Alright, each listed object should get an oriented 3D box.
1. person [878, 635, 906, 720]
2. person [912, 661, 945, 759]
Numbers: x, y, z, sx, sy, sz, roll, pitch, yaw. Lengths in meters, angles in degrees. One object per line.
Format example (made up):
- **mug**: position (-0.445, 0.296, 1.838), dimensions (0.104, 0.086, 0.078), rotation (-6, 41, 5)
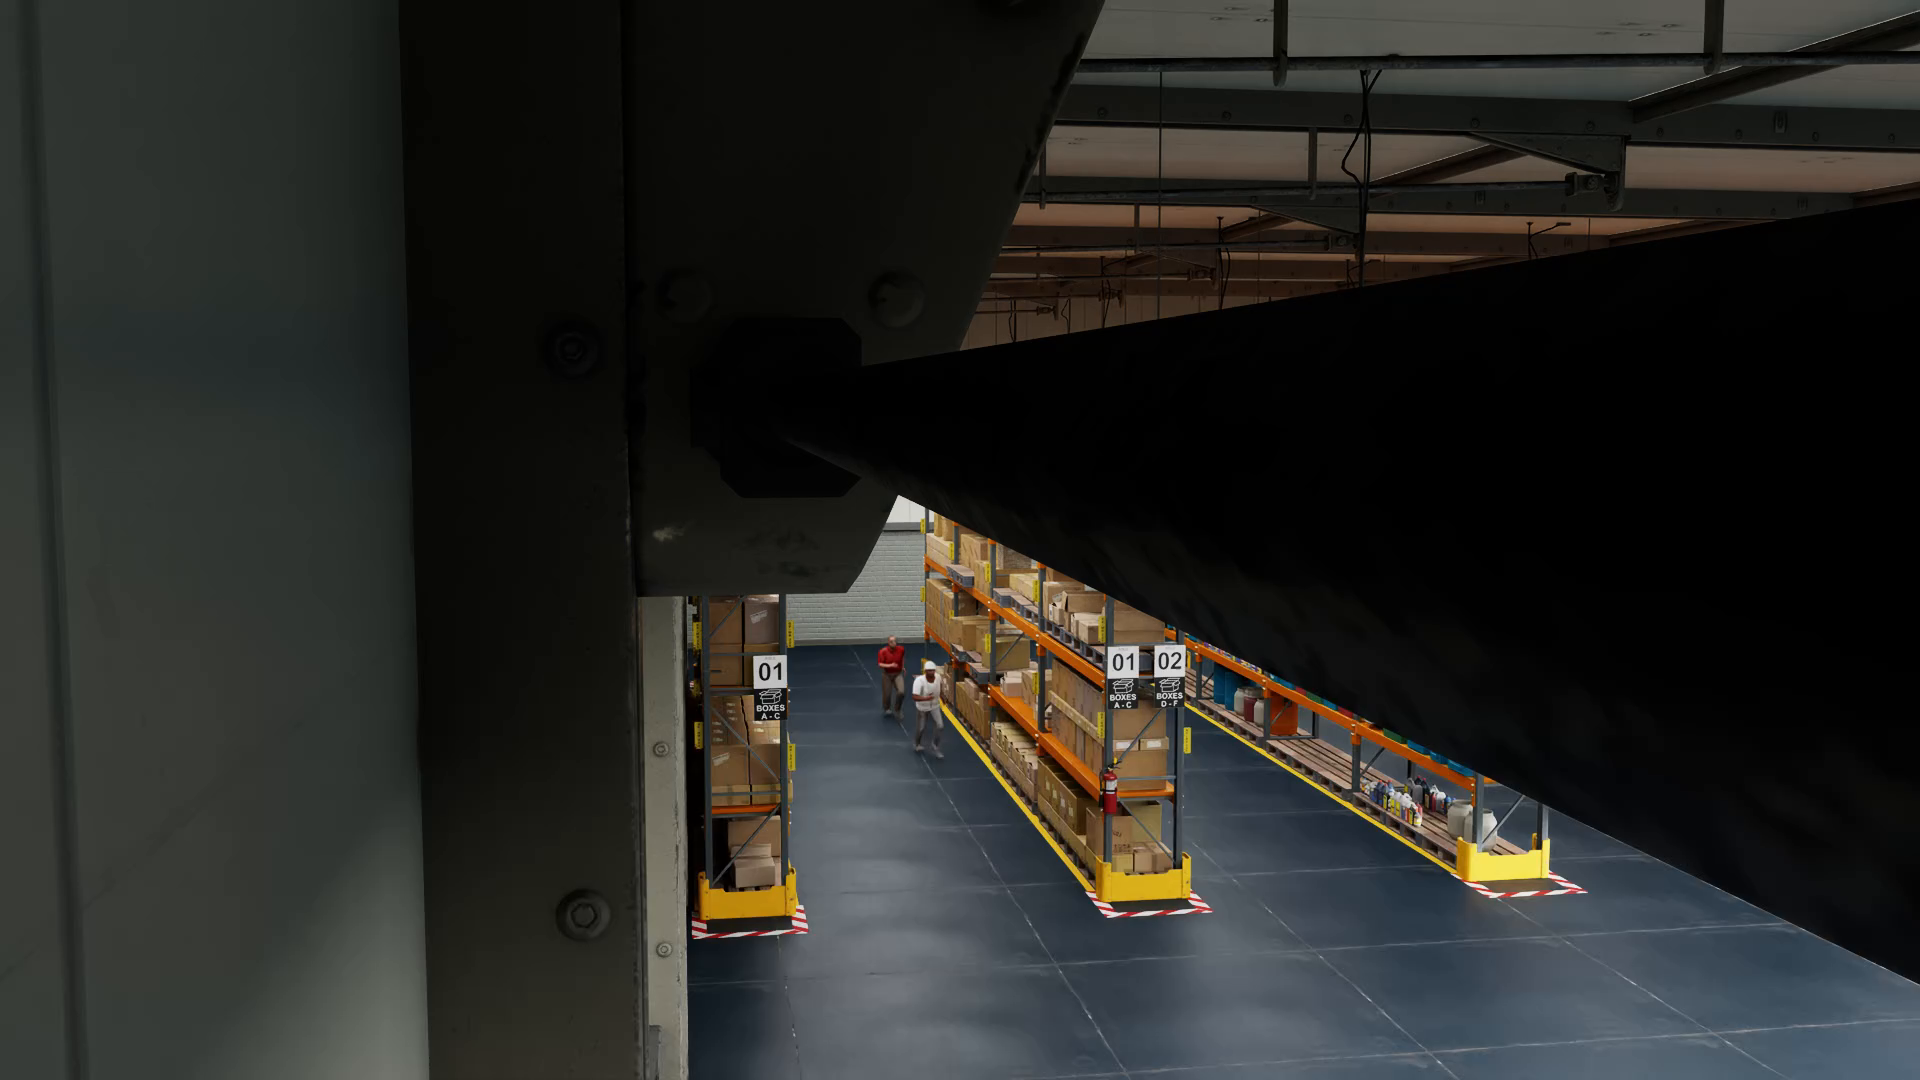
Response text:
- **person**: position (-1.325, 2.660, 32.319), dimensions (0.591, 1.664, 0.929), rotation (-1, 5, -13)
- **person**: position (-0.543, 2.936, 28.931), dimensions (0.717, 1.725, 0.990), rotation (-2, 5, -23)
